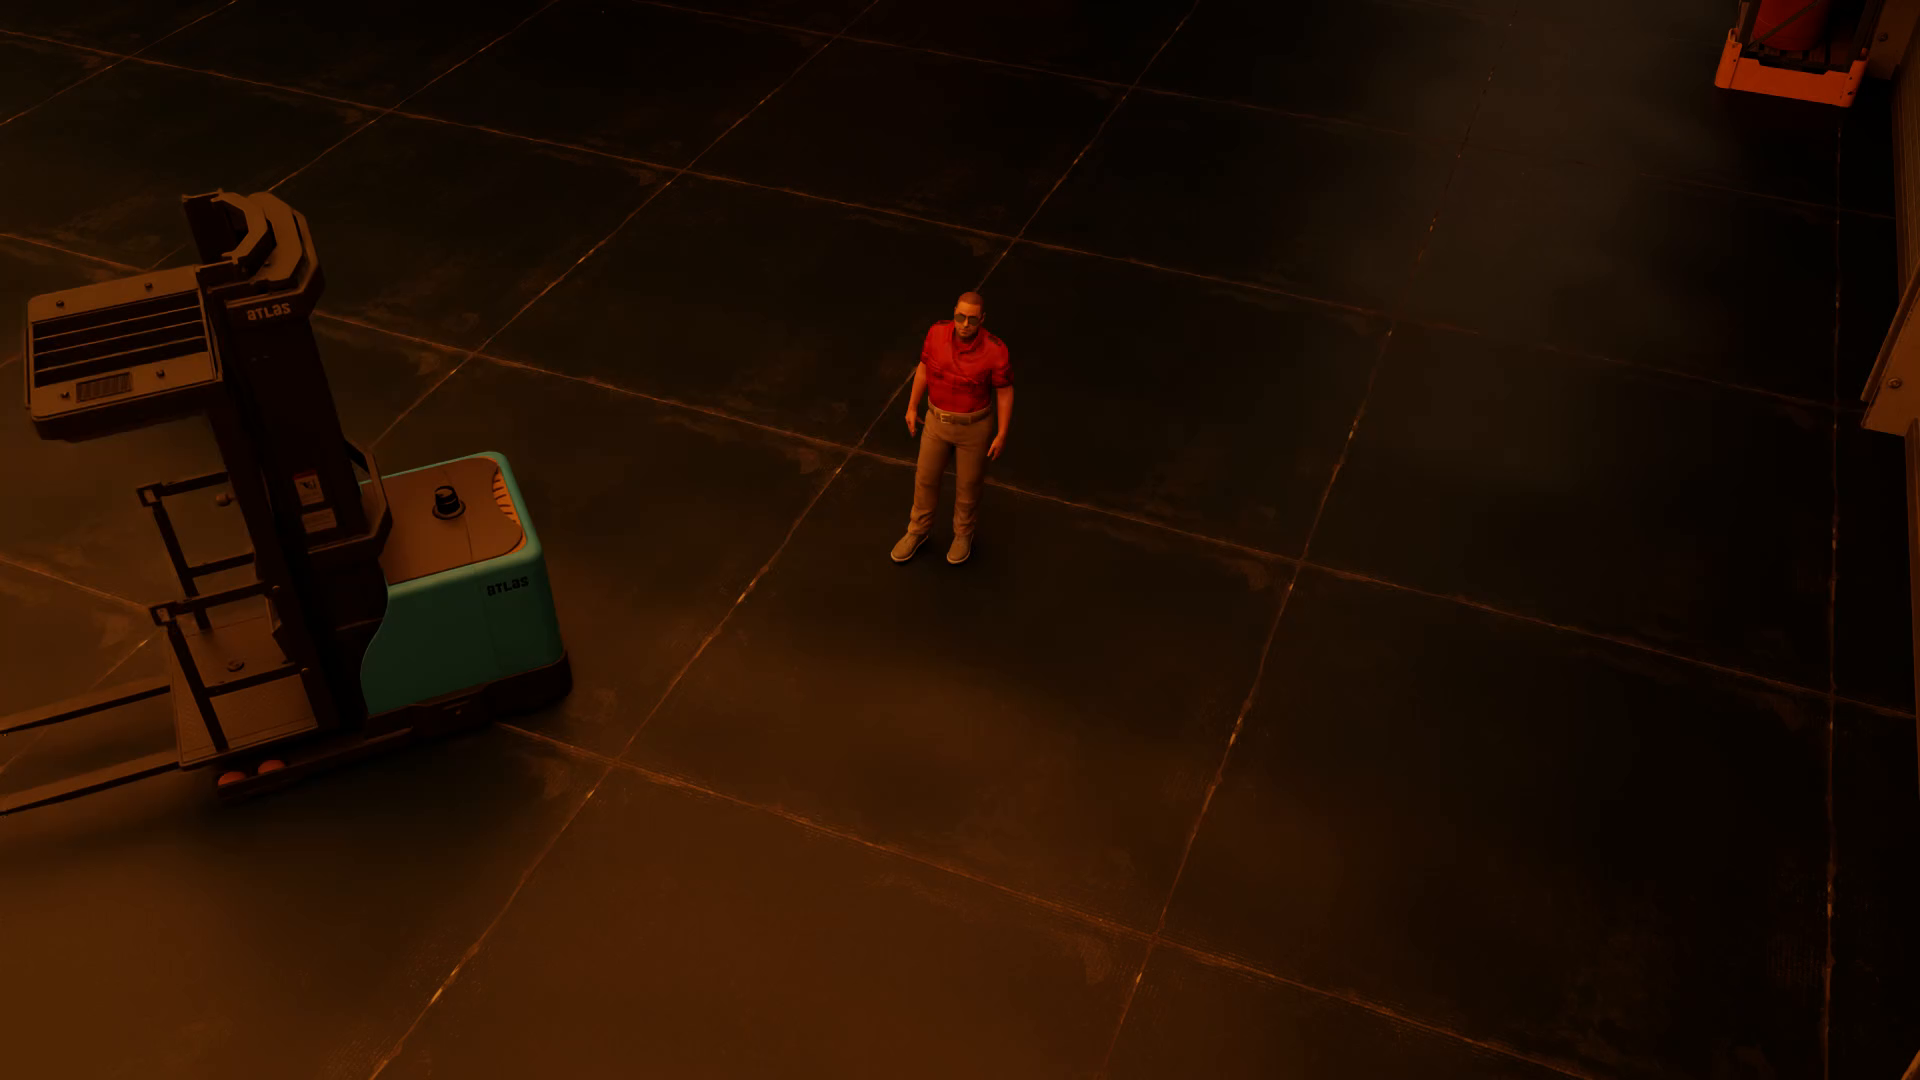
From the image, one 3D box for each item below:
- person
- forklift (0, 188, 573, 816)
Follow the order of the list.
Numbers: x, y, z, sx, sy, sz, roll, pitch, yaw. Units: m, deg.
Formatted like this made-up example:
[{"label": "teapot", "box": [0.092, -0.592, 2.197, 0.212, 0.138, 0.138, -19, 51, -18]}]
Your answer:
[{"label": "person", "box": [-0.045, -0.618, 9.670, 0.642, 1.727, 0.550, 15, 42, 17]}, {"label": "forklift", "box": [-3.713, -0.147, 8.182, 3.031, 2.935, 1.130, -16, 43, -18]}]
